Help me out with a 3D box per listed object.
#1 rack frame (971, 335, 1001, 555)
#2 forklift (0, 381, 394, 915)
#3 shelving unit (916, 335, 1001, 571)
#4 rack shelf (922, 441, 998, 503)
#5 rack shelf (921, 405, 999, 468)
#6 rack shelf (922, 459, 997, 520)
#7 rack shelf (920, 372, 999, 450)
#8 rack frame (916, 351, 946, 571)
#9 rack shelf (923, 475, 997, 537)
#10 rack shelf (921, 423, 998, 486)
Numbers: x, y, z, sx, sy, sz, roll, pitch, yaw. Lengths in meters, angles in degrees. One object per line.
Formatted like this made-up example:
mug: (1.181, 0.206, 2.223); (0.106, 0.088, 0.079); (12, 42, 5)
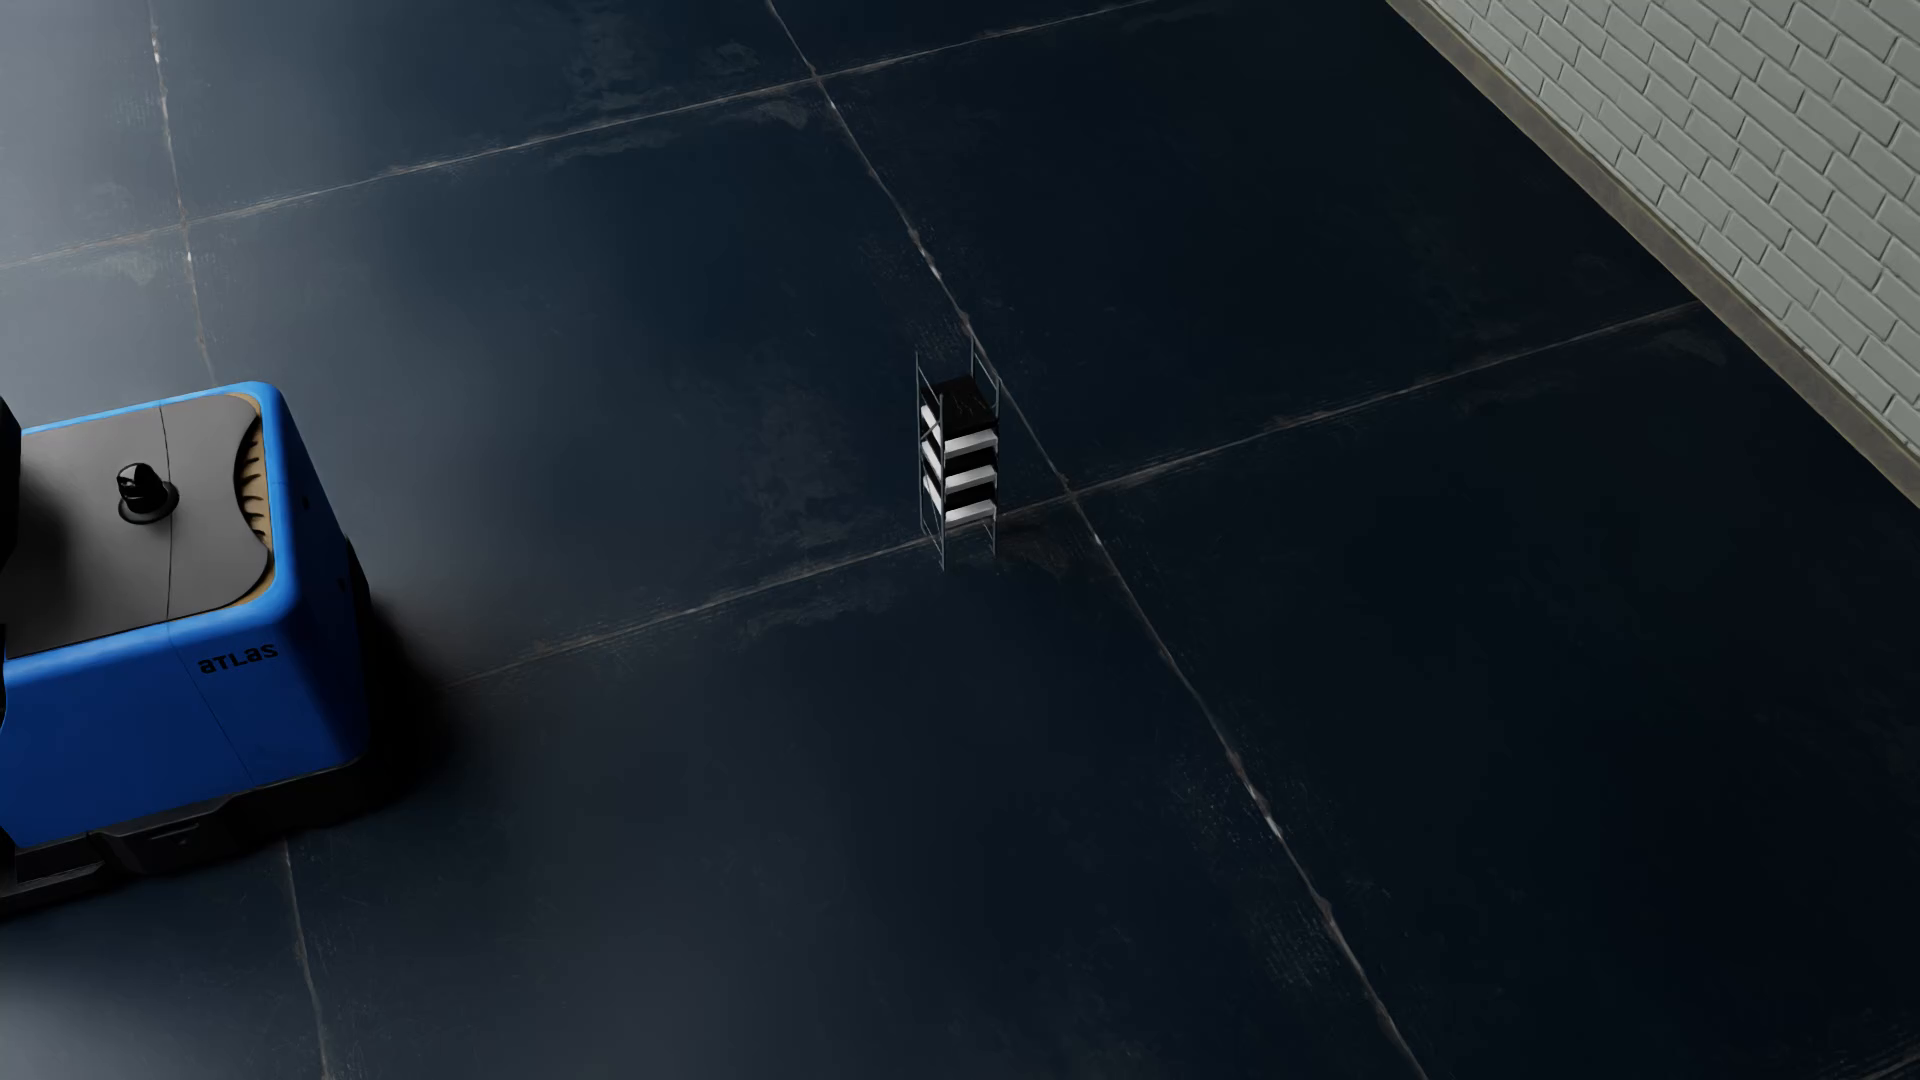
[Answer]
rack frame: (0.087, -0.320, 5.932); (0.006, 0.900, 0.240); (-17, 52, -14)
forklift: (-3.440, -0.074, 4.381); (3.031, 2.935, 1.130); (-14, 51, -12)
shelving unit: (-0.008, -0.291, 5.907); (0.210, 0.900, 0.258); (-17, 52, -14)
rack shelf: (-0.008, -0.269, 5.932); (0.200, 0.077, 0.258); (-17, 52, -14)
rack shelf: (-0.008, -0.386, 5.795); (0.200, 0.077, 0.258); (-17, 52, -14)
rack shelf: (-0.008, -0.211, 6.000); (0.200, 0.077, 0.258); (-17, 52, -14)
rack shelf: (-0.008, -0.445, 5.727); (0.200, 0.077, 0.258); (-17, 52, -14)
rack frame: (-0.102, -0.262, 5.882); (0.006, 0.900, 0.240); (-17, 52, -14)
rack shelf: (-0.008, -0.152, 6.068); (0.200, 0.077, 0.258); (-17, 52, -14)
rack shelf: (-0.008, -0.328, 5.864); (0.200, 0.077, 0.258); (-17, 52, -14)
